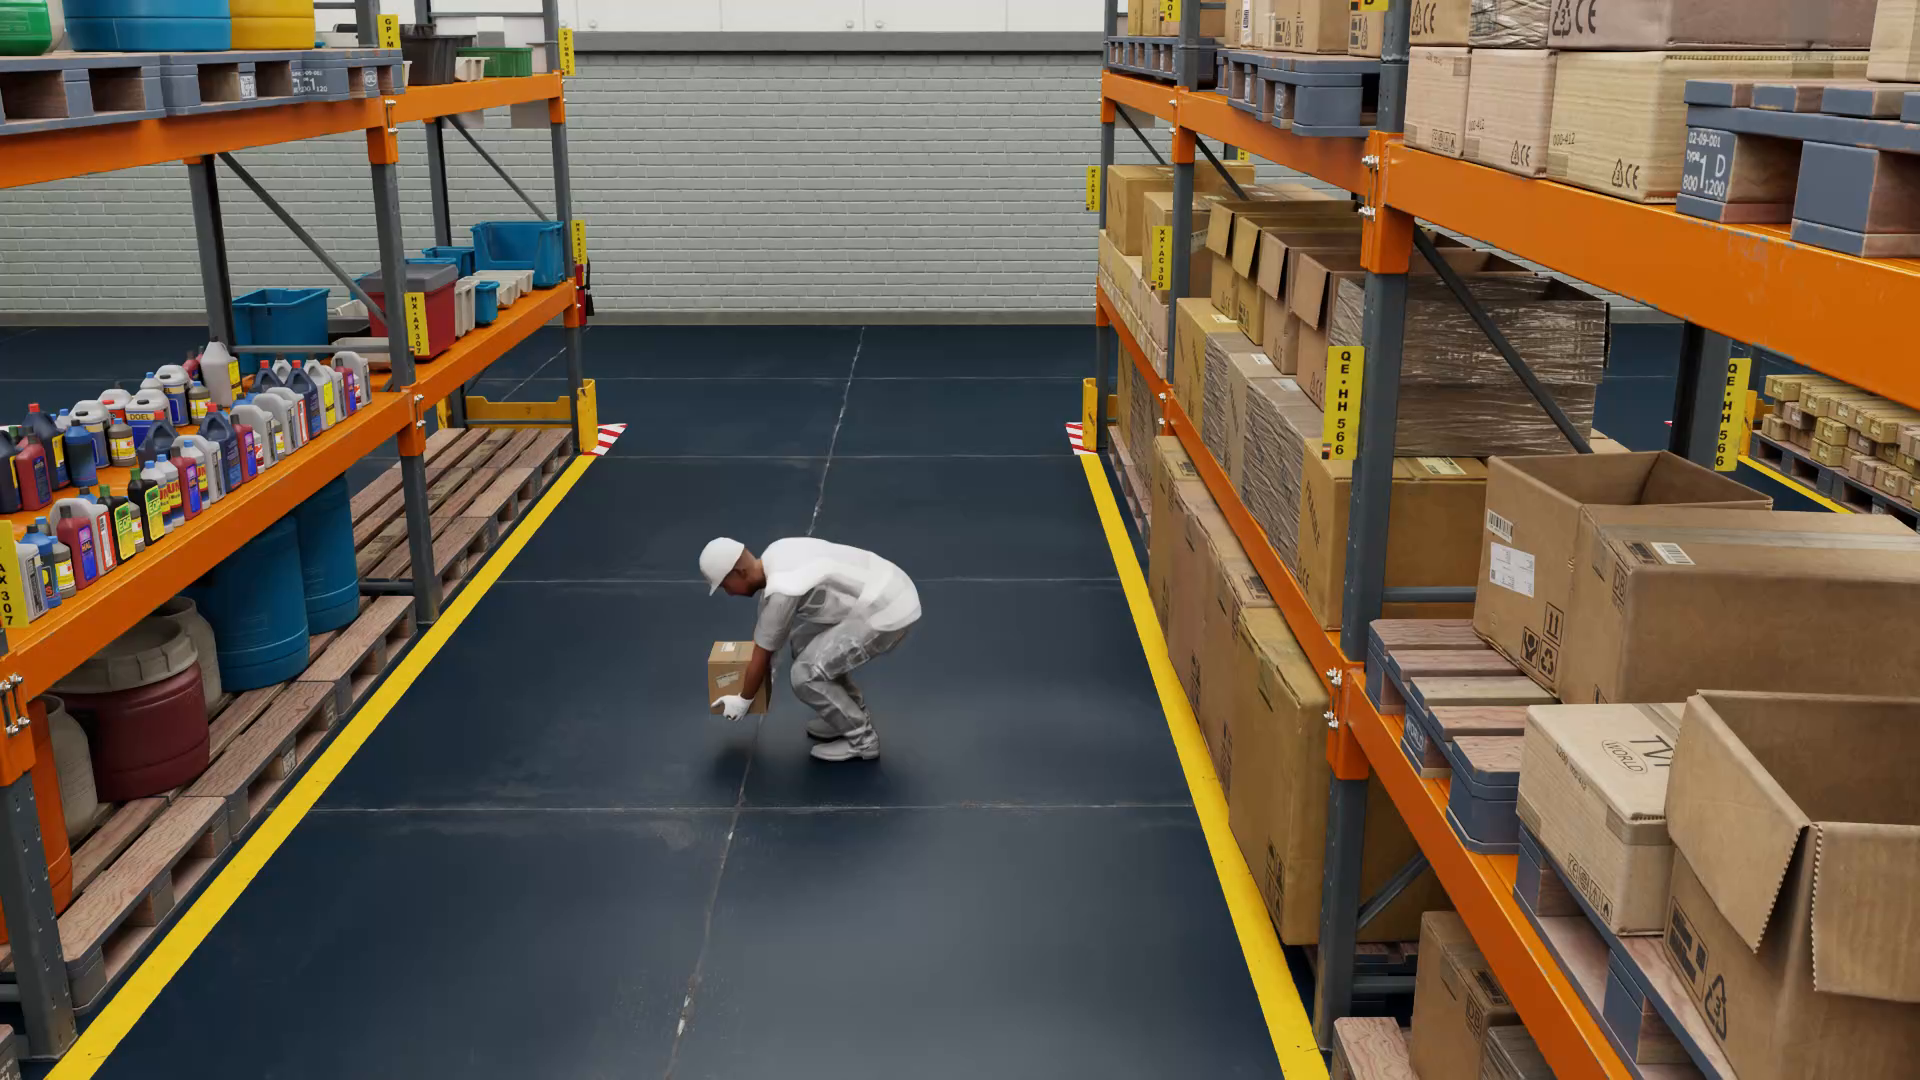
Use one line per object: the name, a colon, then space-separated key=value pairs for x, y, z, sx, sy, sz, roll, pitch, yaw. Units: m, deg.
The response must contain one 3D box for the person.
person: x=-0.650 y=0.461 z=7.358 sx=0.960 sy=0.993 sz=0.540 roll=-1 pitch=17 yaw=-3
